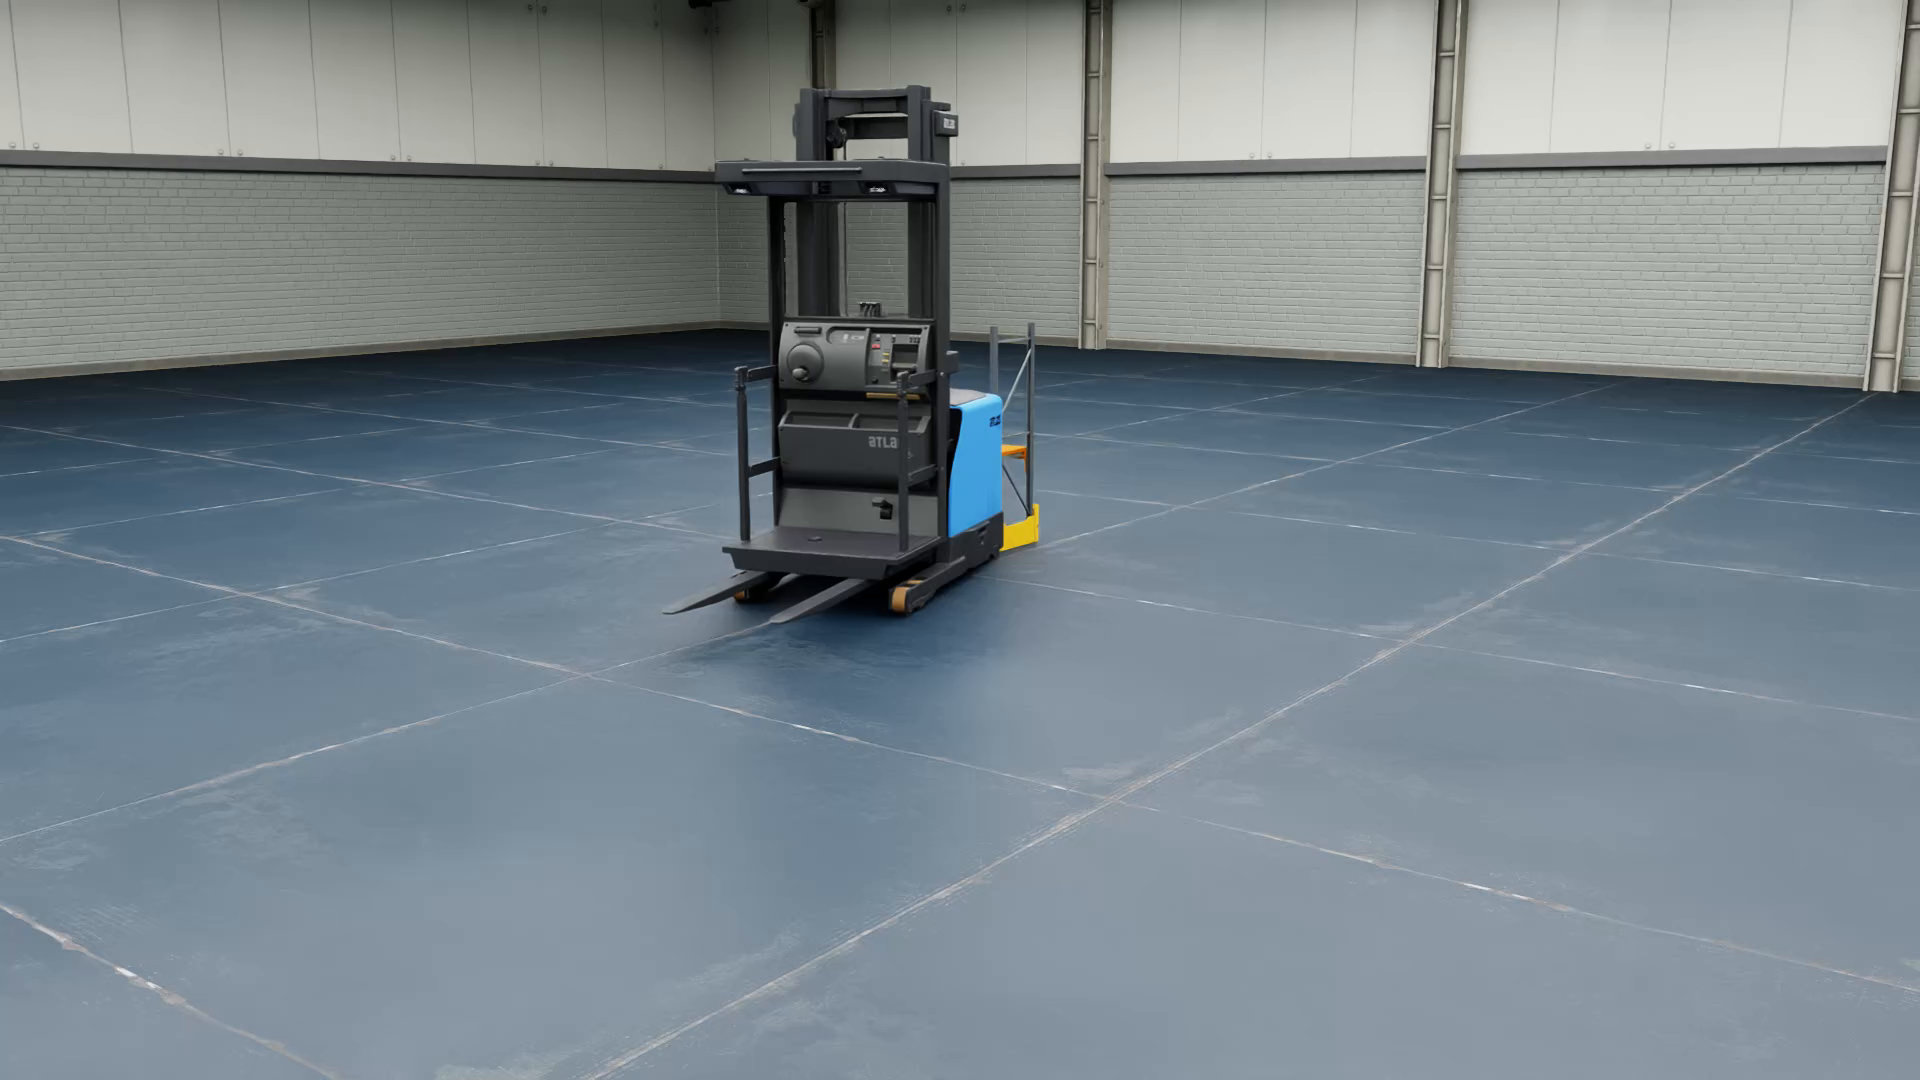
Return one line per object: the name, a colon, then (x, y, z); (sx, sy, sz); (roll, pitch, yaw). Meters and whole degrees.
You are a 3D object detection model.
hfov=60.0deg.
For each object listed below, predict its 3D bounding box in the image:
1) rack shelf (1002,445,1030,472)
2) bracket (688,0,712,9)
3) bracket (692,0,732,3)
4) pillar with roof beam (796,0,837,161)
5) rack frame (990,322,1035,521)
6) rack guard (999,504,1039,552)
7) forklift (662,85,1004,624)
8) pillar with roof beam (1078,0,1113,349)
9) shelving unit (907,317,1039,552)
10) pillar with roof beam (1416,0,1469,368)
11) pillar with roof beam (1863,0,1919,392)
rack shelf: (-0.067, -0.573, 11.489); (1.000, 0.185, 0.538); (7, 13, 34)
bracket: (-5.017, -10.407, 32.154); (0.430, 0.232, 0.235); (8, 13, 36)
bracket: (-4.541, -10.340, 31.811); (3.189, 0.066, 0.076); (8, 13, 36)
pillar with roof beam: (-5.110, -7.722, 27.752); (0.548, 9.000, 9.100); (8, 13, 36)
rack frame: (0.351, -0.694, 11.171); (0.032, 1.500, 0.500); (7, 13, 34)
rack guard: (0.350, -0.081, 11.290); (0.087, 0.250, 0.587); (7, 13, 34)
forklift: (-0.690, -1.102, 9.507); (1.130, 2.935, 3.031); (4, 12, 19)
pillar with roof beam: (-0.274, -7.047, 24.265); (0.400, 9.000, 9.100); (8, 13, 36)
shelving unit: (-0.060, -0.748, 11.449); (1.083, 1.500, 0.587); (7, 13, 34)
pillar with roof beam: (4.562, -6.373, 20.778); (0.400, 9.000, 9.100); (8, 13, 36)
pillar with roof beam: (9.398, -5.698, 17.292); (0.400, 9.000, 9.100); (8, 13, 36)
